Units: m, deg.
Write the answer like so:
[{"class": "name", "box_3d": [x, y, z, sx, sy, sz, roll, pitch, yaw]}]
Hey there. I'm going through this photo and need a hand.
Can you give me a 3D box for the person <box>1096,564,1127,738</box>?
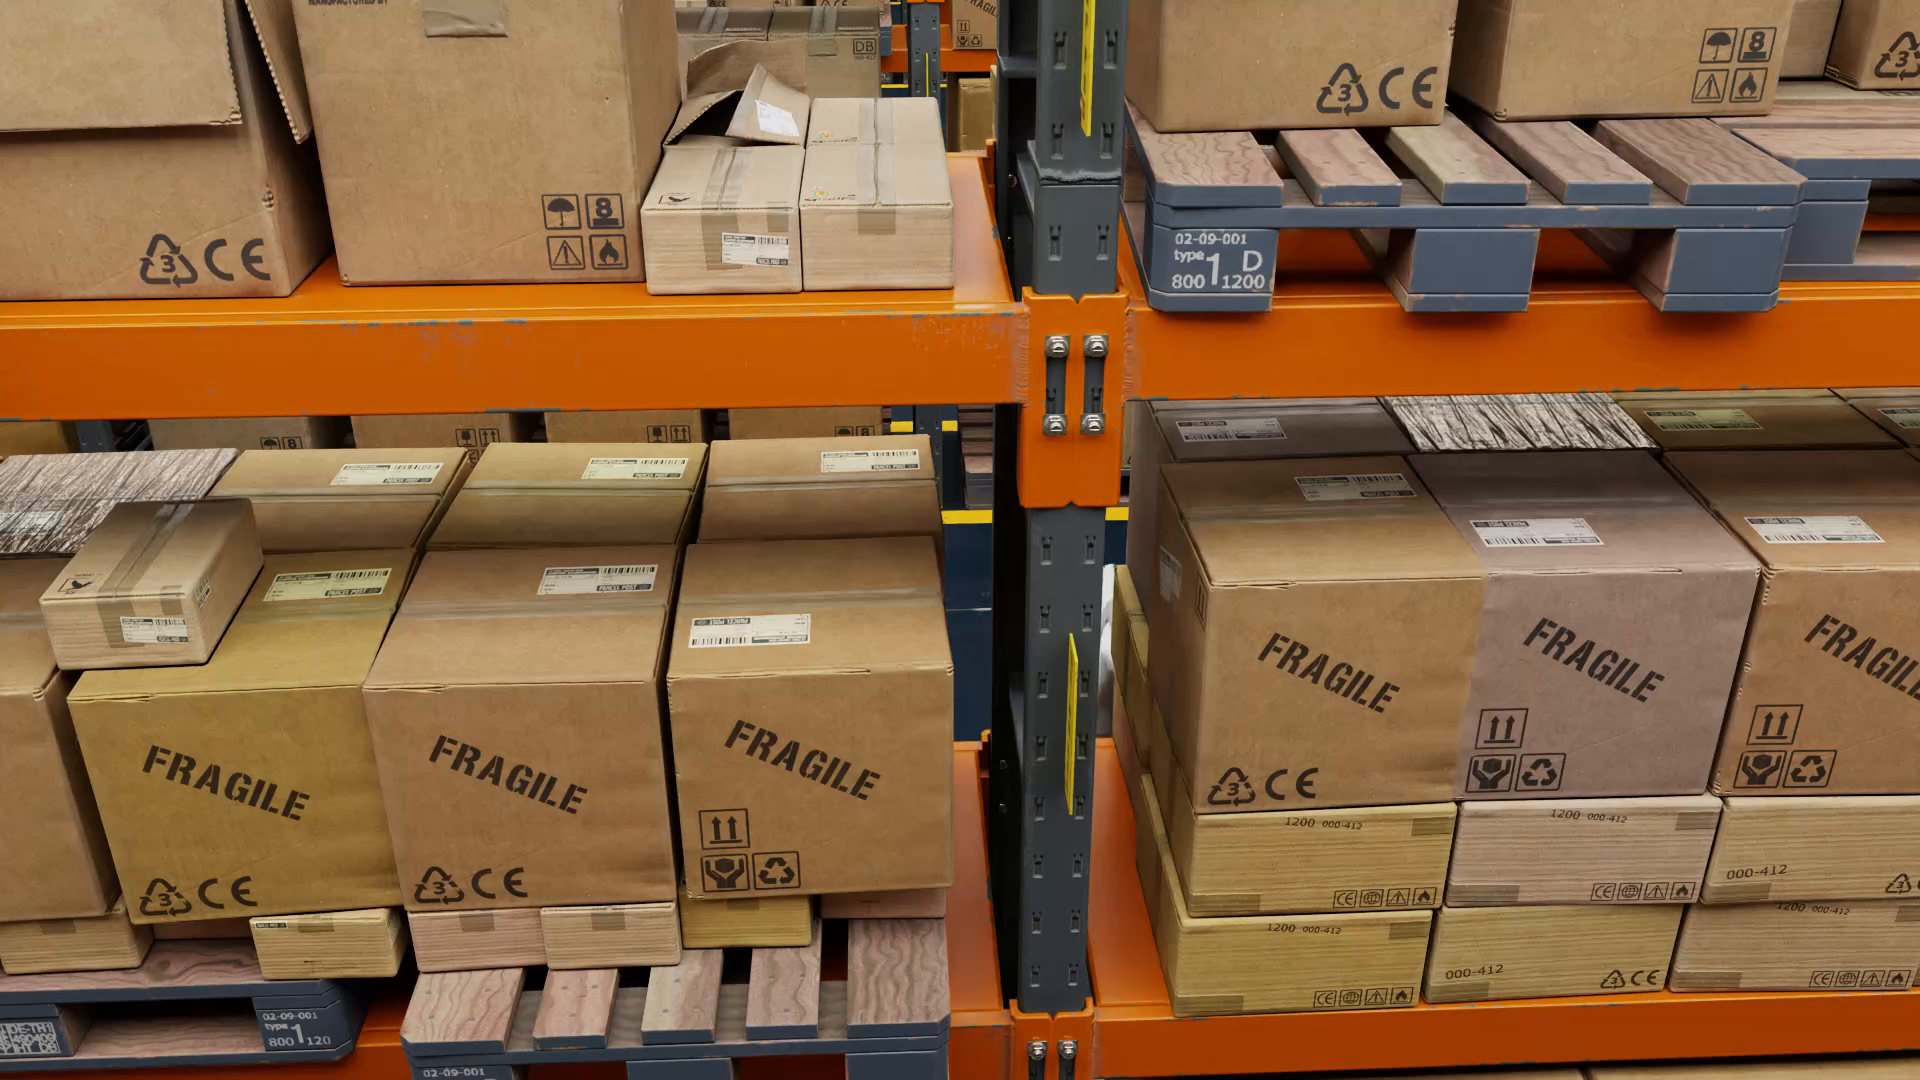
[{"class": "person", "box_3d": [0.618, 0.644, 5.621, 0.519, 1.075, 0.956, -3, 27, -5]}]
